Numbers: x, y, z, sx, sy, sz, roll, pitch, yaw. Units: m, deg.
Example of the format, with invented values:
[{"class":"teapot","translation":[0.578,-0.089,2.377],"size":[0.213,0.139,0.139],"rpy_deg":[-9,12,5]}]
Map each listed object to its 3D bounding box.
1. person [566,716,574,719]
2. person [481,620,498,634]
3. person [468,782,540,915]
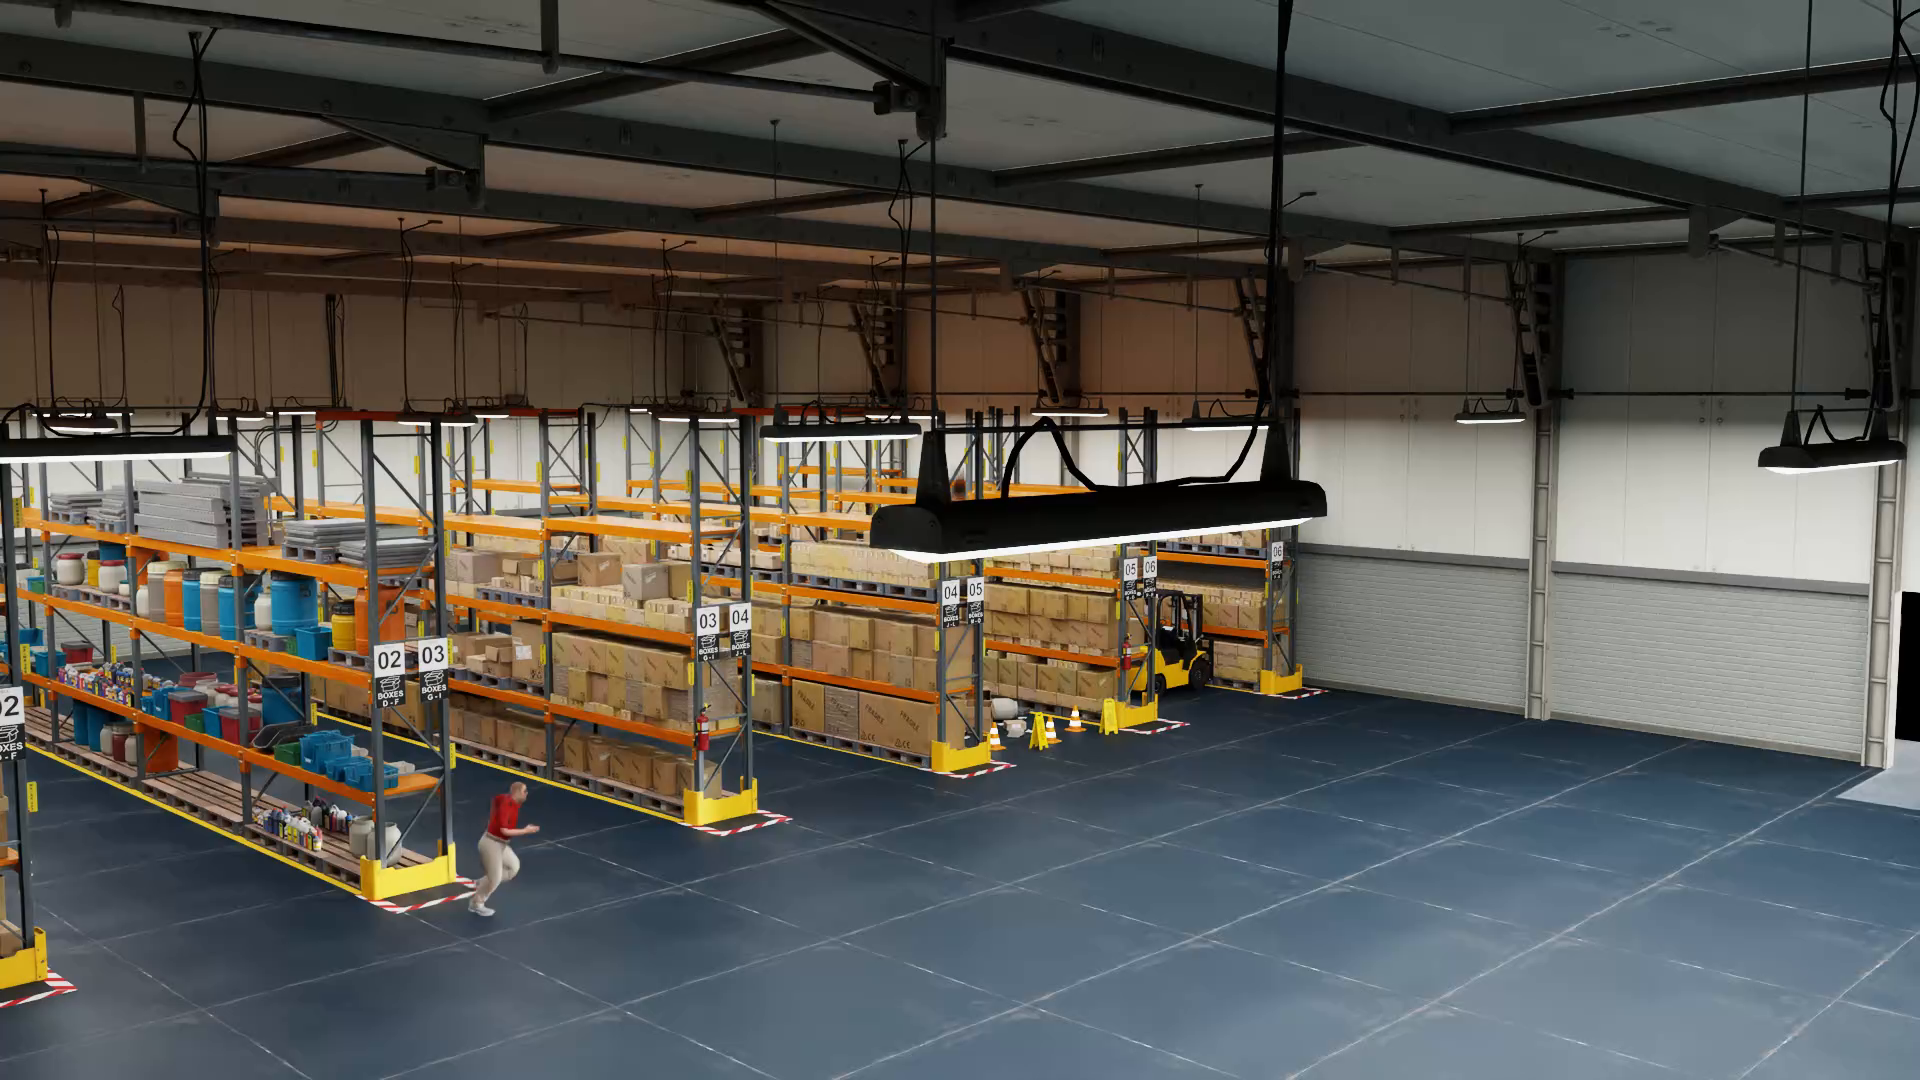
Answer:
[{"class":"person","translation":[-7.675,2.607,32.452],"size":[0.598,1.726,0.702],"rpy_deg":[5,7,42]},{"class":"person","translation":[-11.470,1.882,40.590],"size":[0.866,1.775,0.704],"rpy_deg":[0,5,5]},{"class":"person","translation":[-5.568,3.738,20.317],"size":[0.874,1.604,0.694],"rpy_deg":[-1,5,-7]}]
